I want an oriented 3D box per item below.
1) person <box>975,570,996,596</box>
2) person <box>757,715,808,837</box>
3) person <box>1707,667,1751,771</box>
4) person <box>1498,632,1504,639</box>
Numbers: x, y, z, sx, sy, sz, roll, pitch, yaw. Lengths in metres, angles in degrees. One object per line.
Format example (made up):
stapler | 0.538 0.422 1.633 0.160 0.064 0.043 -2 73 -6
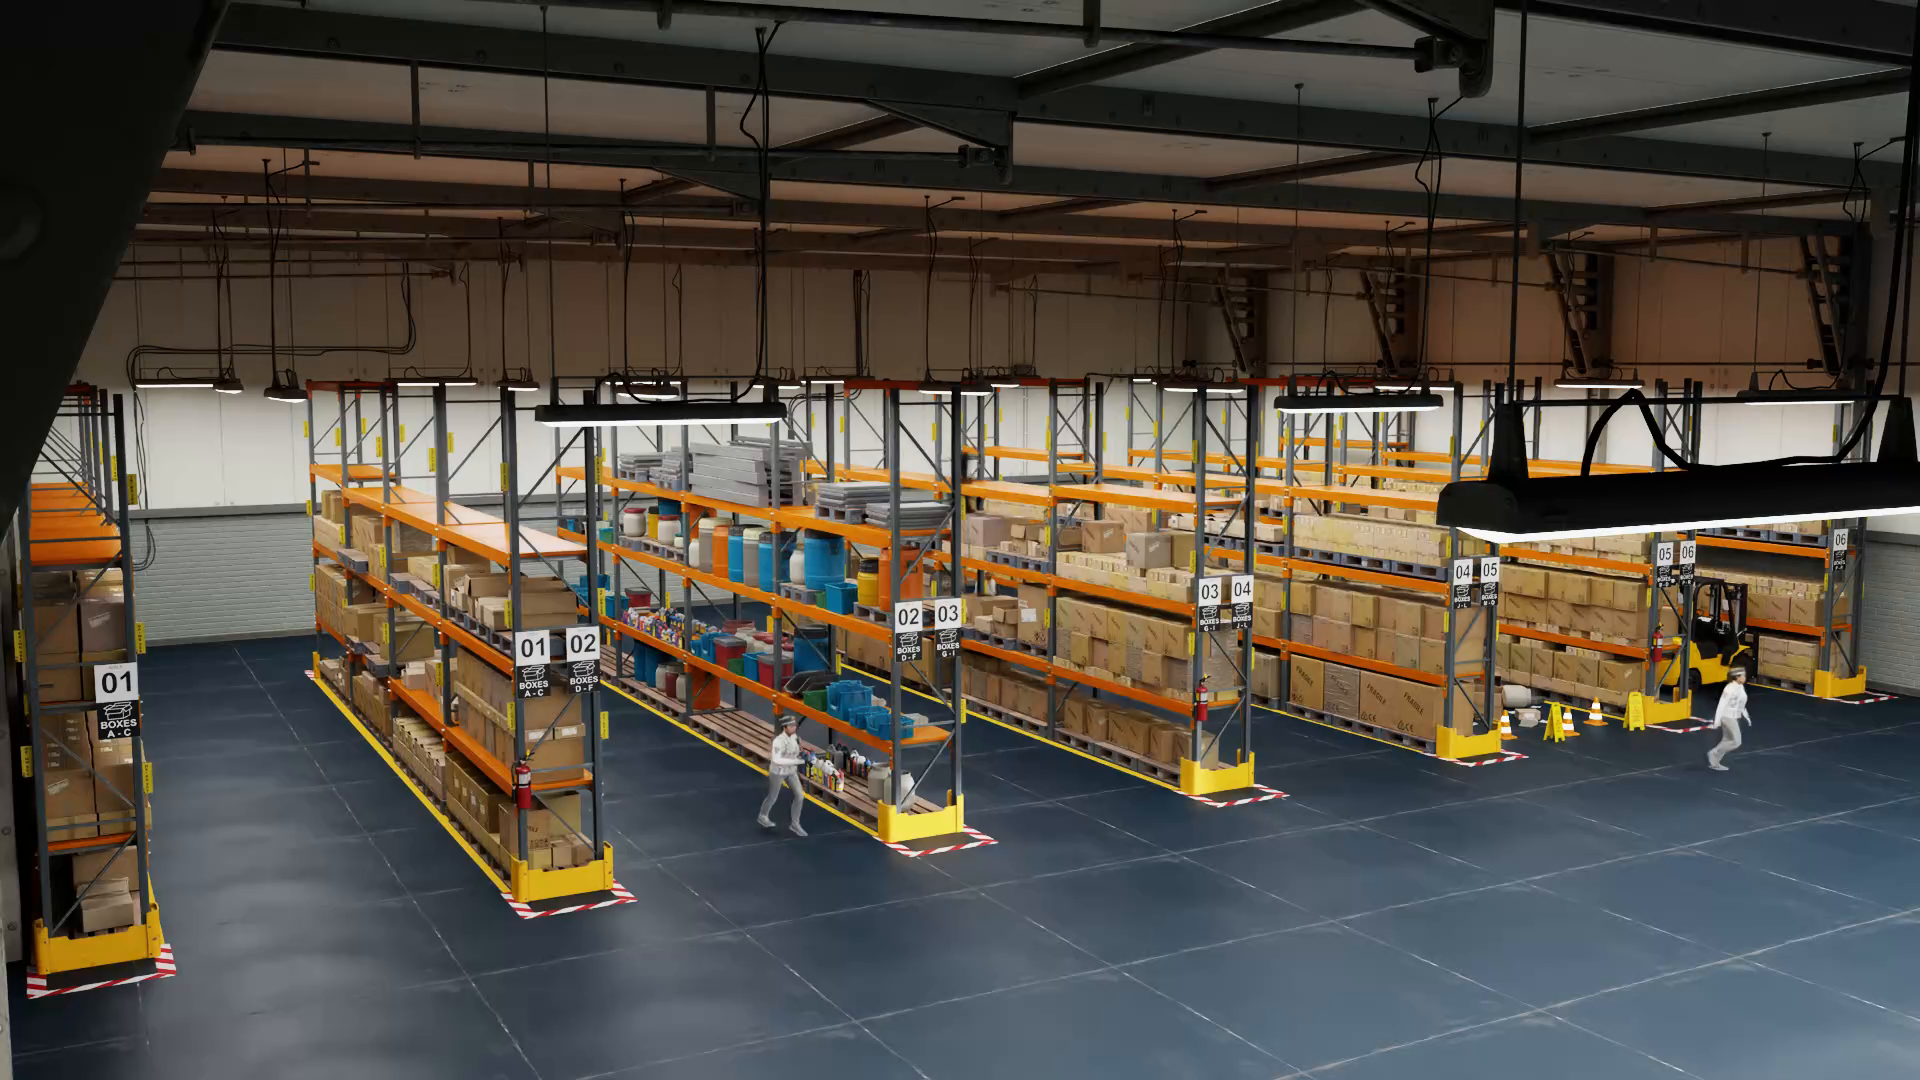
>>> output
person | 0.640 1.486 37.225 0.650 1.766 0.772 -3 7 -27
person | -2.391 3.145 22.311 0.905 1.678 0.597 5 8 40
person | 11.952 2.771 25.818 0.542 1.651 0.603 5 8 39
person | 11.341 1.824 34.811 0.563 1.636 0.590 -4 8 -36
